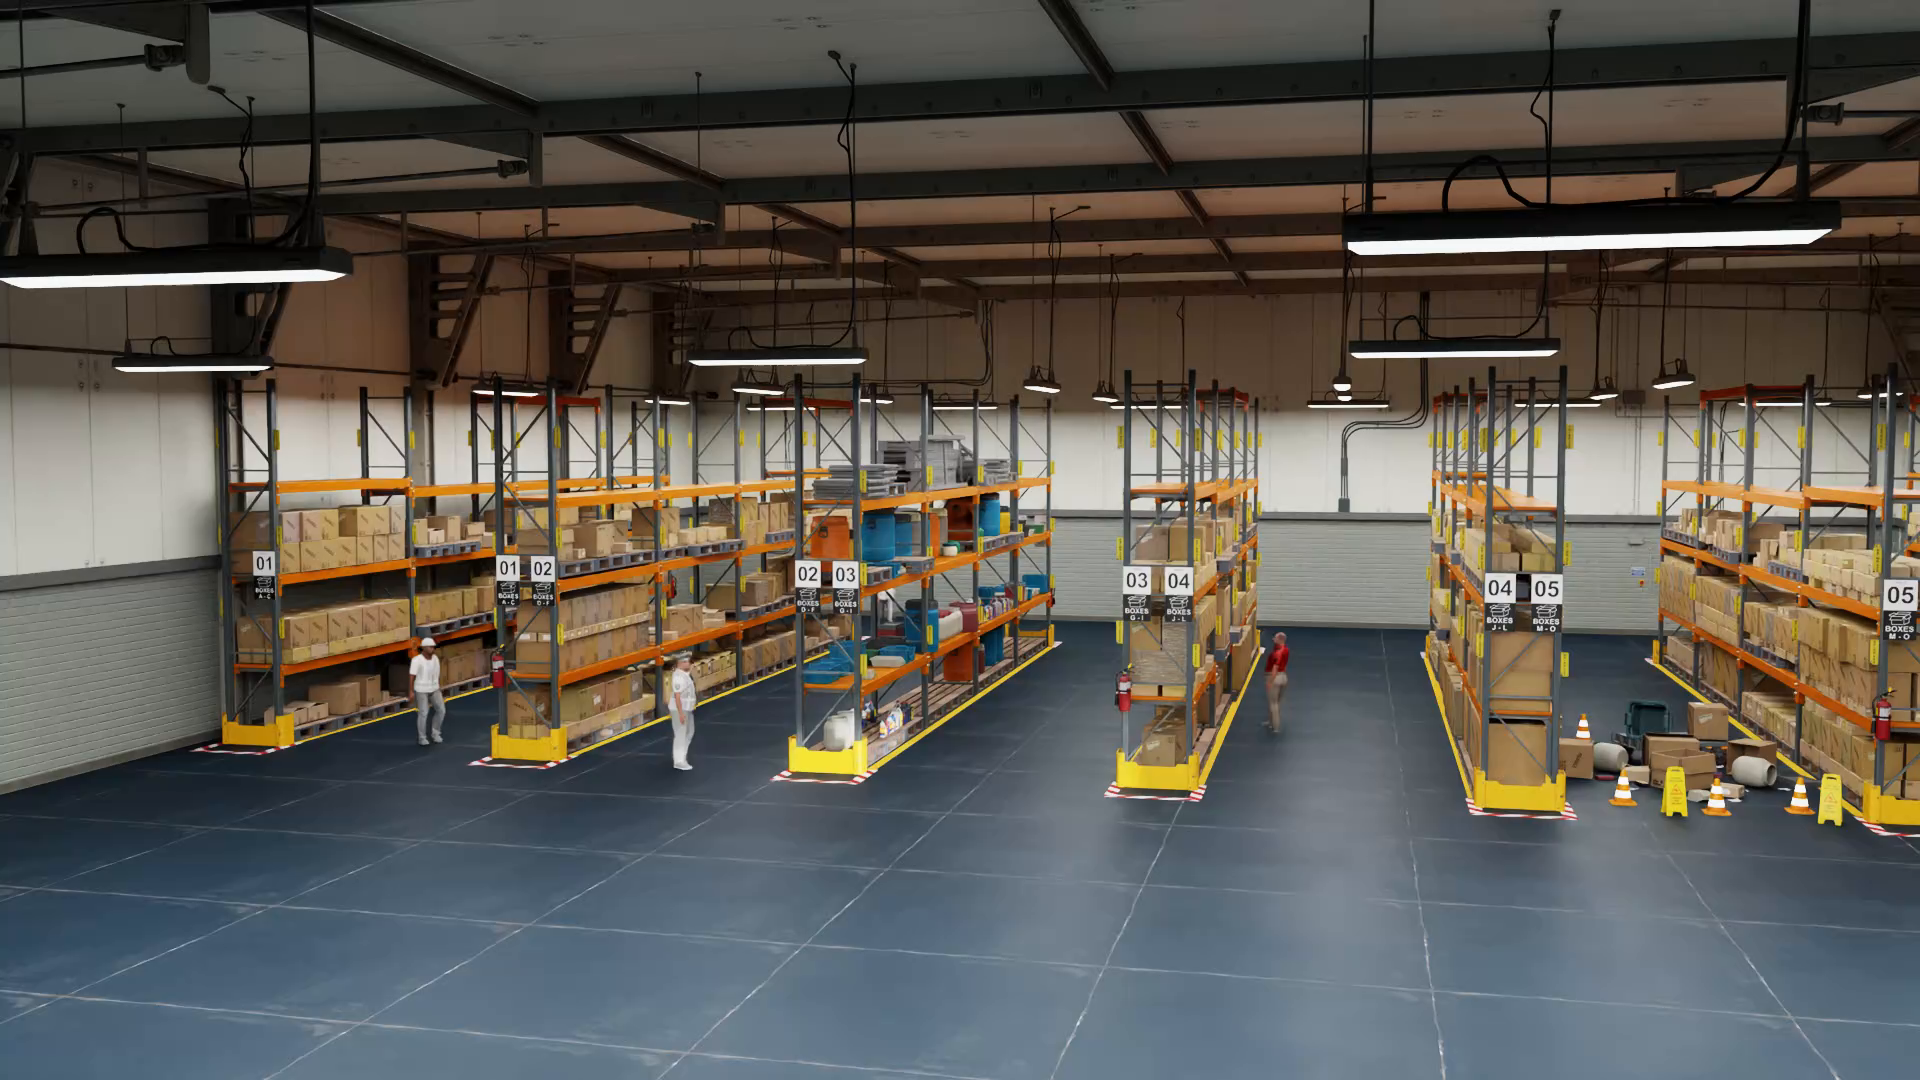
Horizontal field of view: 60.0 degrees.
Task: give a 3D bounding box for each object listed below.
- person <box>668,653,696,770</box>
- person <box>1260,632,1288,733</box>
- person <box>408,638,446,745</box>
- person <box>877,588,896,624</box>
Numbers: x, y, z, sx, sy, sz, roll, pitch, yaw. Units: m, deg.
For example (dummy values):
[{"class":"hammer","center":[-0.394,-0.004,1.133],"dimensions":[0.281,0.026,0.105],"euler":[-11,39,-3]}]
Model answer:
[{"class":"person","center":[-4.248,2.643,25.402],"dimensions":[0.401,1.853,0.636],"euler":[0,3,4]},{"class":"person","center":[5.372,2.434,28.676],"dimensions":[0.544,1.721,0.640],"euler":[-3,5,-44]},{"class":"person","center":[-8.789,2.488,27.376],"dimensions":[0.385,1.766,0.685],"euler":[2,4,34]},{"class":"person","center":[-1.949,1.527,43.586],"dimensions":[0.568,1.738,0.983],"euler":[-1,3,-11]}]
